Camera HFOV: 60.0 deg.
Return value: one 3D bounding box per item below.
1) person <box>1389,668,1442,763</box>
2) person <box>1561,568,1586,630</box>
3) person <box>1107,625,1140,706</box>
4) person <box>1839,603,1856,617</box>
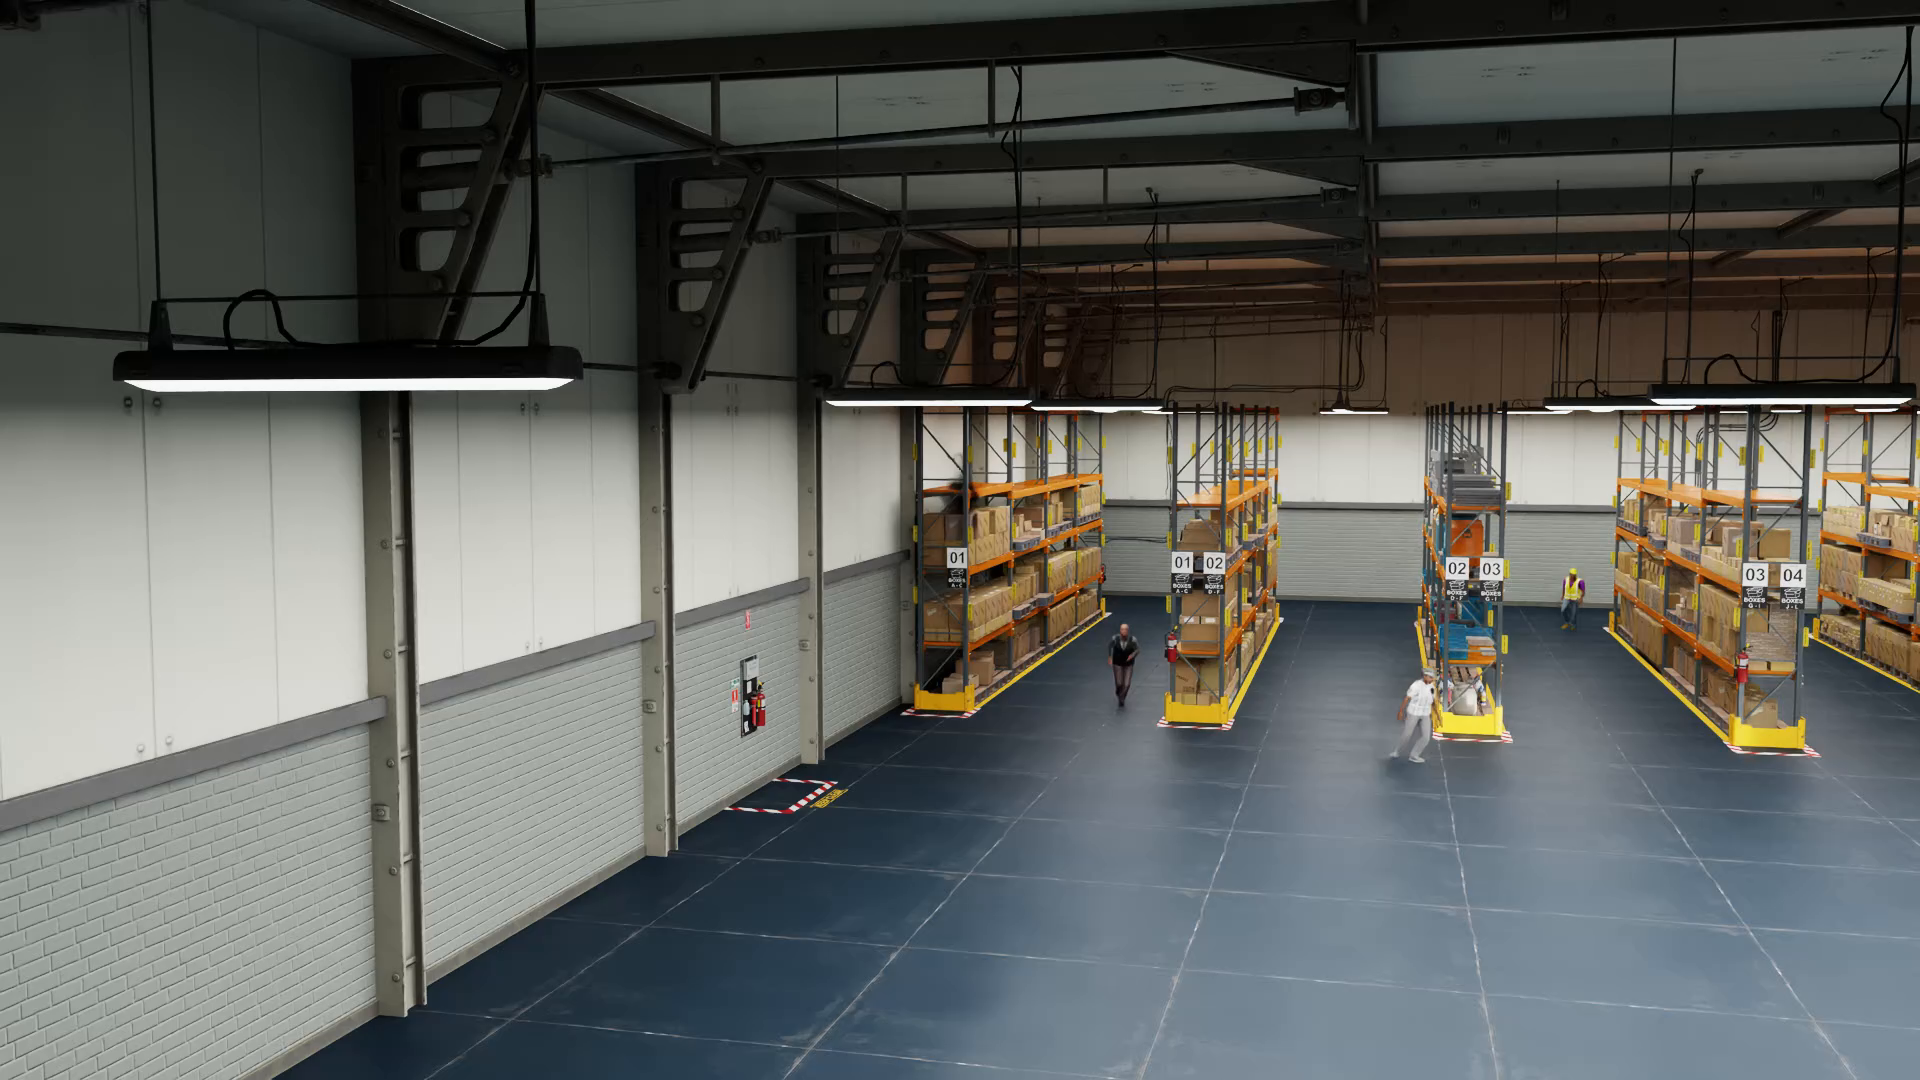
[{"bbox_3d":[7.552,2.891,27.573,0.729,1.592,0.620,-1,4,-18],"label":"person"},{"bbox_3d":[16.348,1.578,44.375,0.694,1.704,0.732,3,5,34],"label":"person"},{"bbox_3d":[3.232,2.470,32.833,0.618,1.642,0.684,0,4,-3],"label":"person"},{"bbox_3d":[23.467,1.602,43.846,0.589,1.850,0.654,2,5,22],"label":"person"}]
